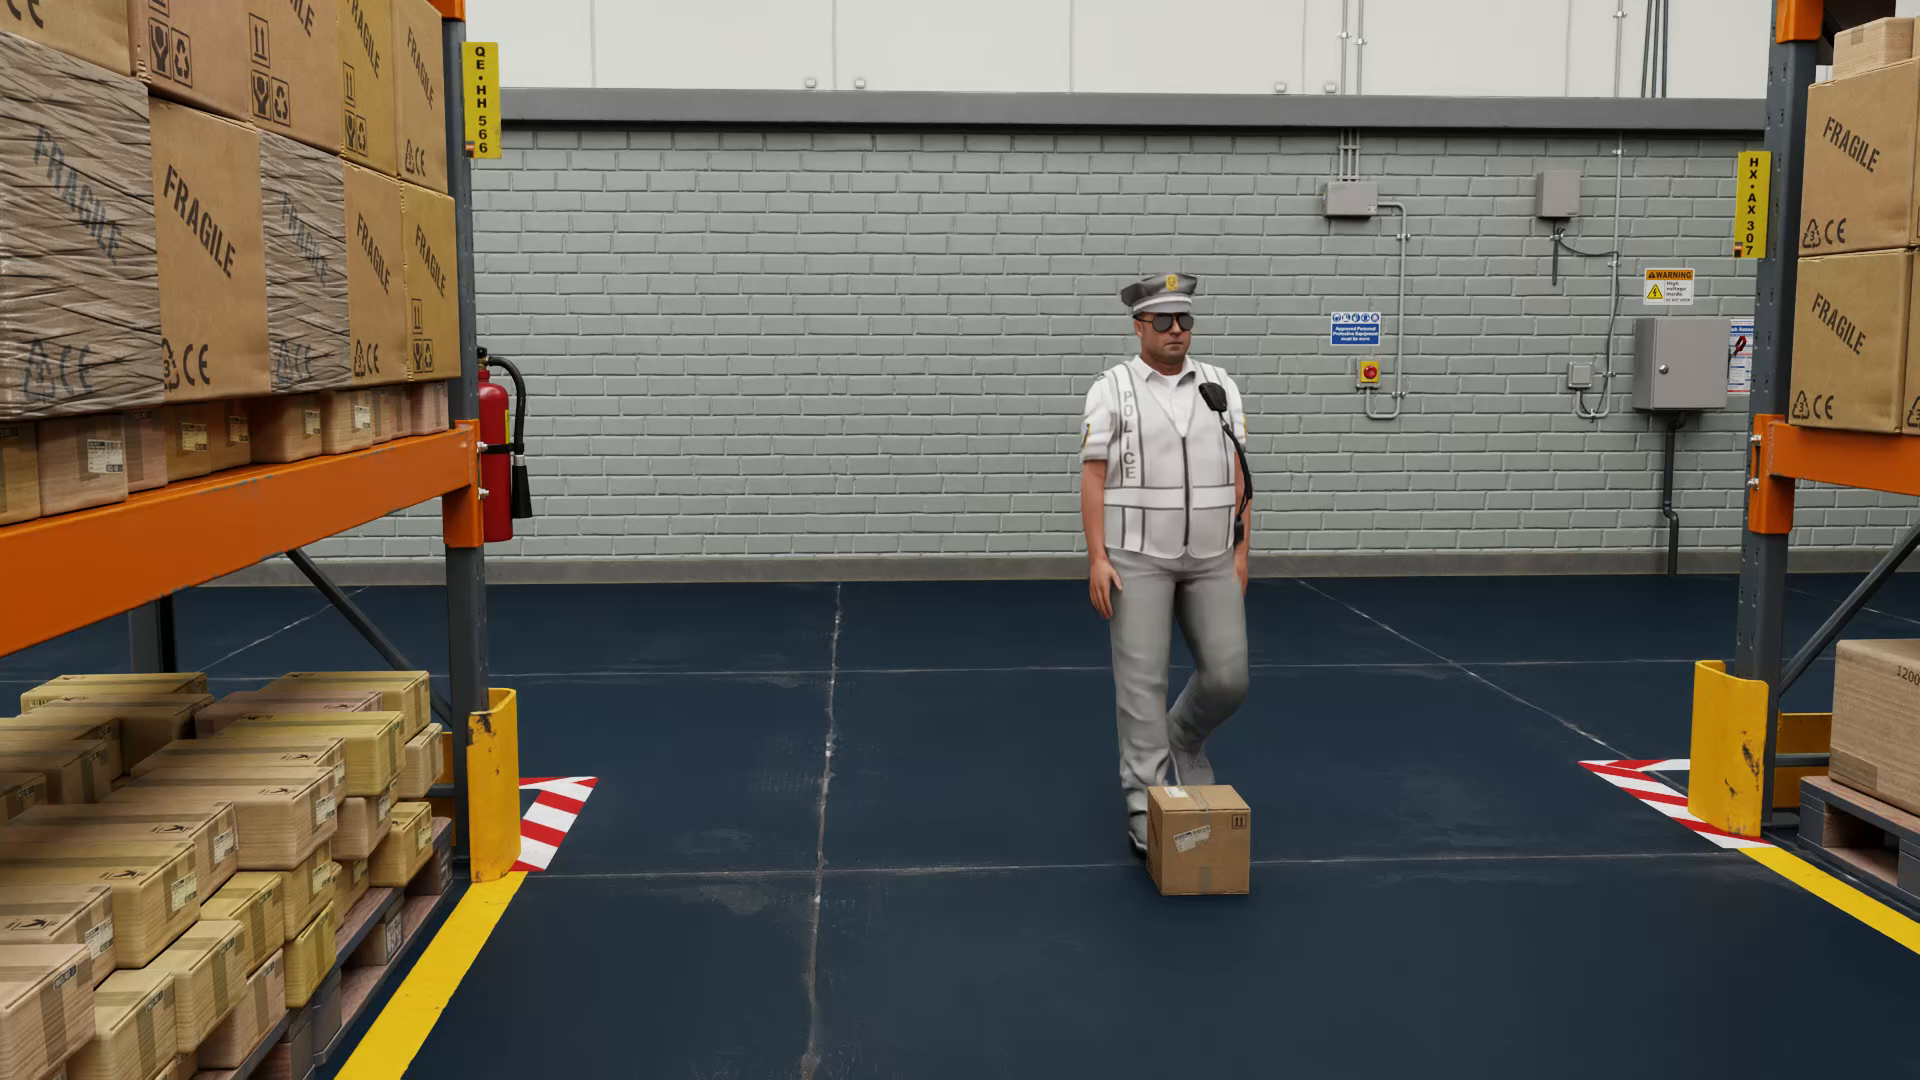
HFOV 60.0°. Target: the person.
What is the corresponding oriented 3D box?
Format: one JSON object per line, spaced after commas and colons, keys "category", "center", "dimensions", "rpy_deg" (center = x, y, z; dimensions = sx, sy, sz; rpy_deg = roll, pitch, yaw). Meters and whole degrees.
{"category": "person", "center": [0.661, 0.051, 5.176], "dimensions": [0.551, 1.743, 0.742], "rpy_deg": [-1, 7, -10]}
